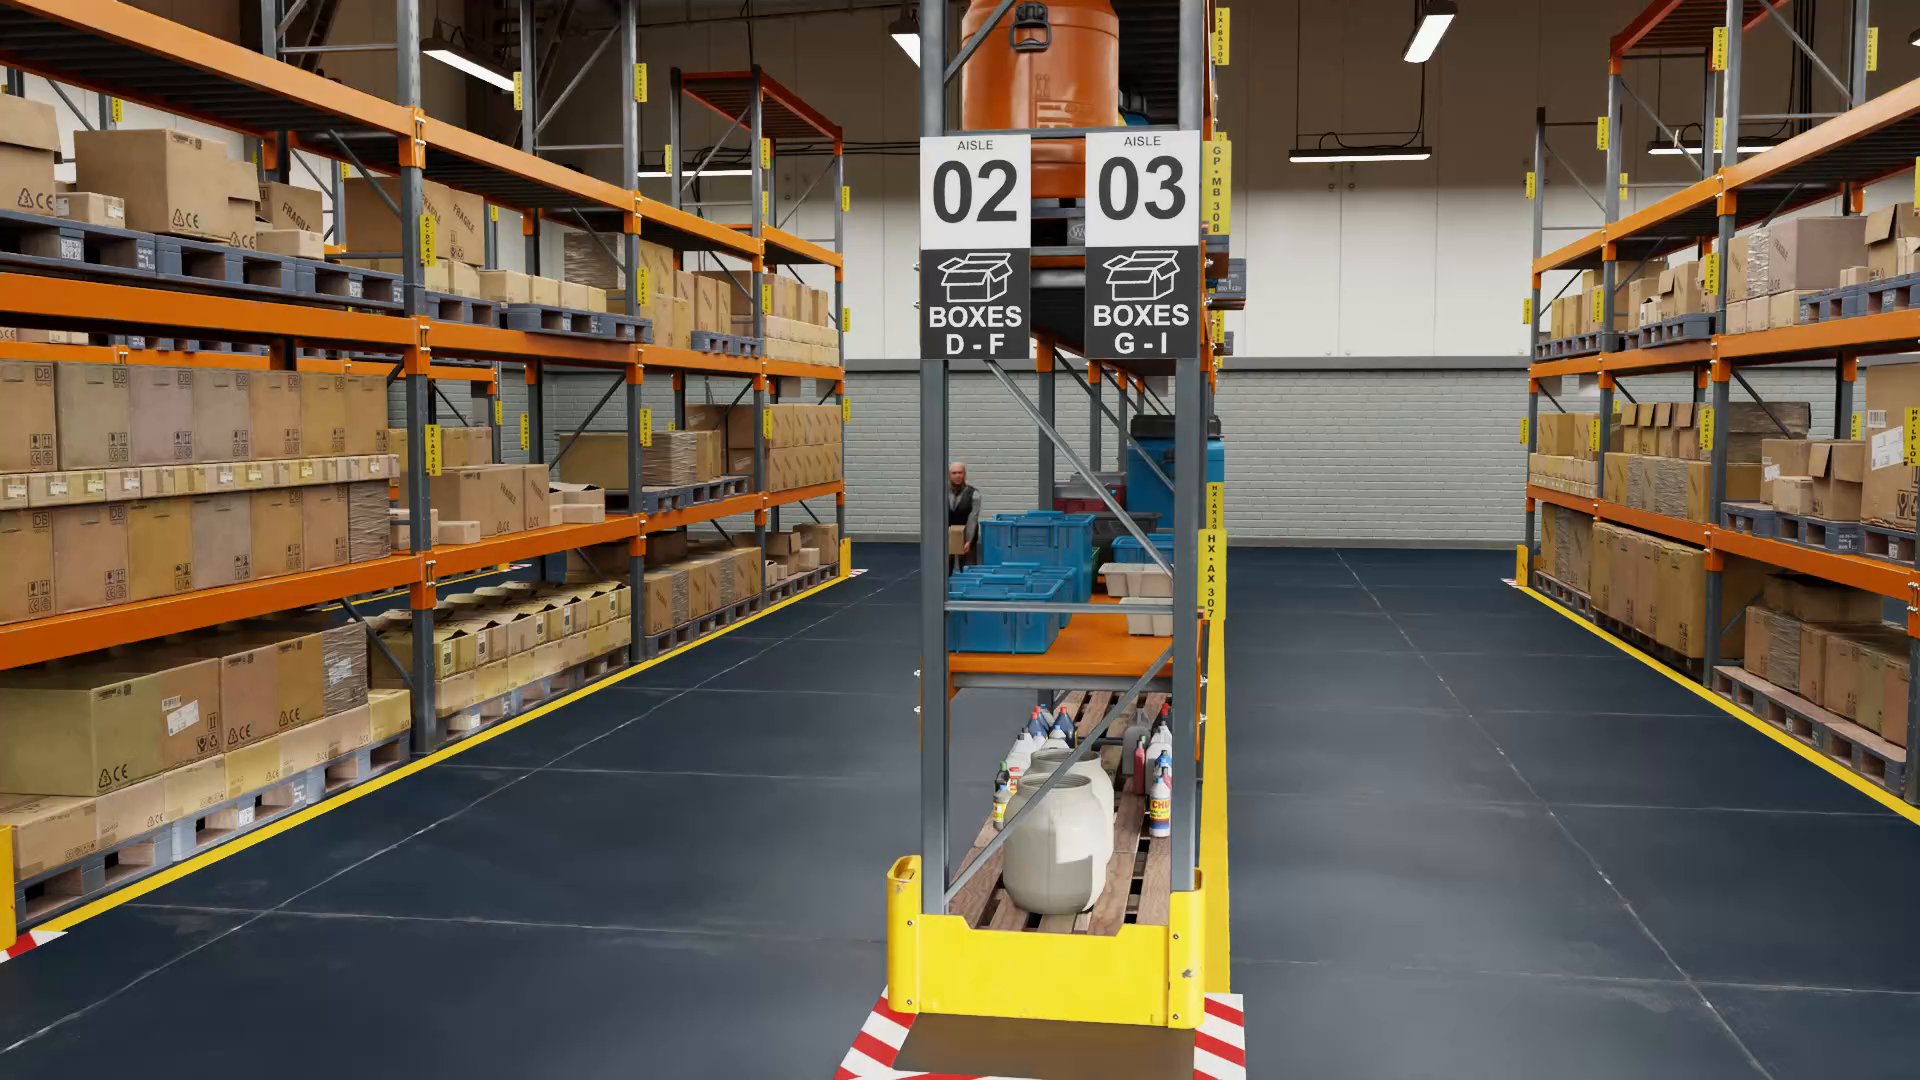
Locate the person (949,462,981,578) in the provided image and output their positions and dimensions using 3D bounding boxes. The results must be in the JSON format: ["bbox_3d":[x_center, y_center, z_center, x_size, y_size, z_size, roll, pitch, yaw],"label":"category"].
[{"bbox_3d":[-0.031,0.113,16.865,0.487,1.620,0.575,1,4,8],"label":"person"}]
